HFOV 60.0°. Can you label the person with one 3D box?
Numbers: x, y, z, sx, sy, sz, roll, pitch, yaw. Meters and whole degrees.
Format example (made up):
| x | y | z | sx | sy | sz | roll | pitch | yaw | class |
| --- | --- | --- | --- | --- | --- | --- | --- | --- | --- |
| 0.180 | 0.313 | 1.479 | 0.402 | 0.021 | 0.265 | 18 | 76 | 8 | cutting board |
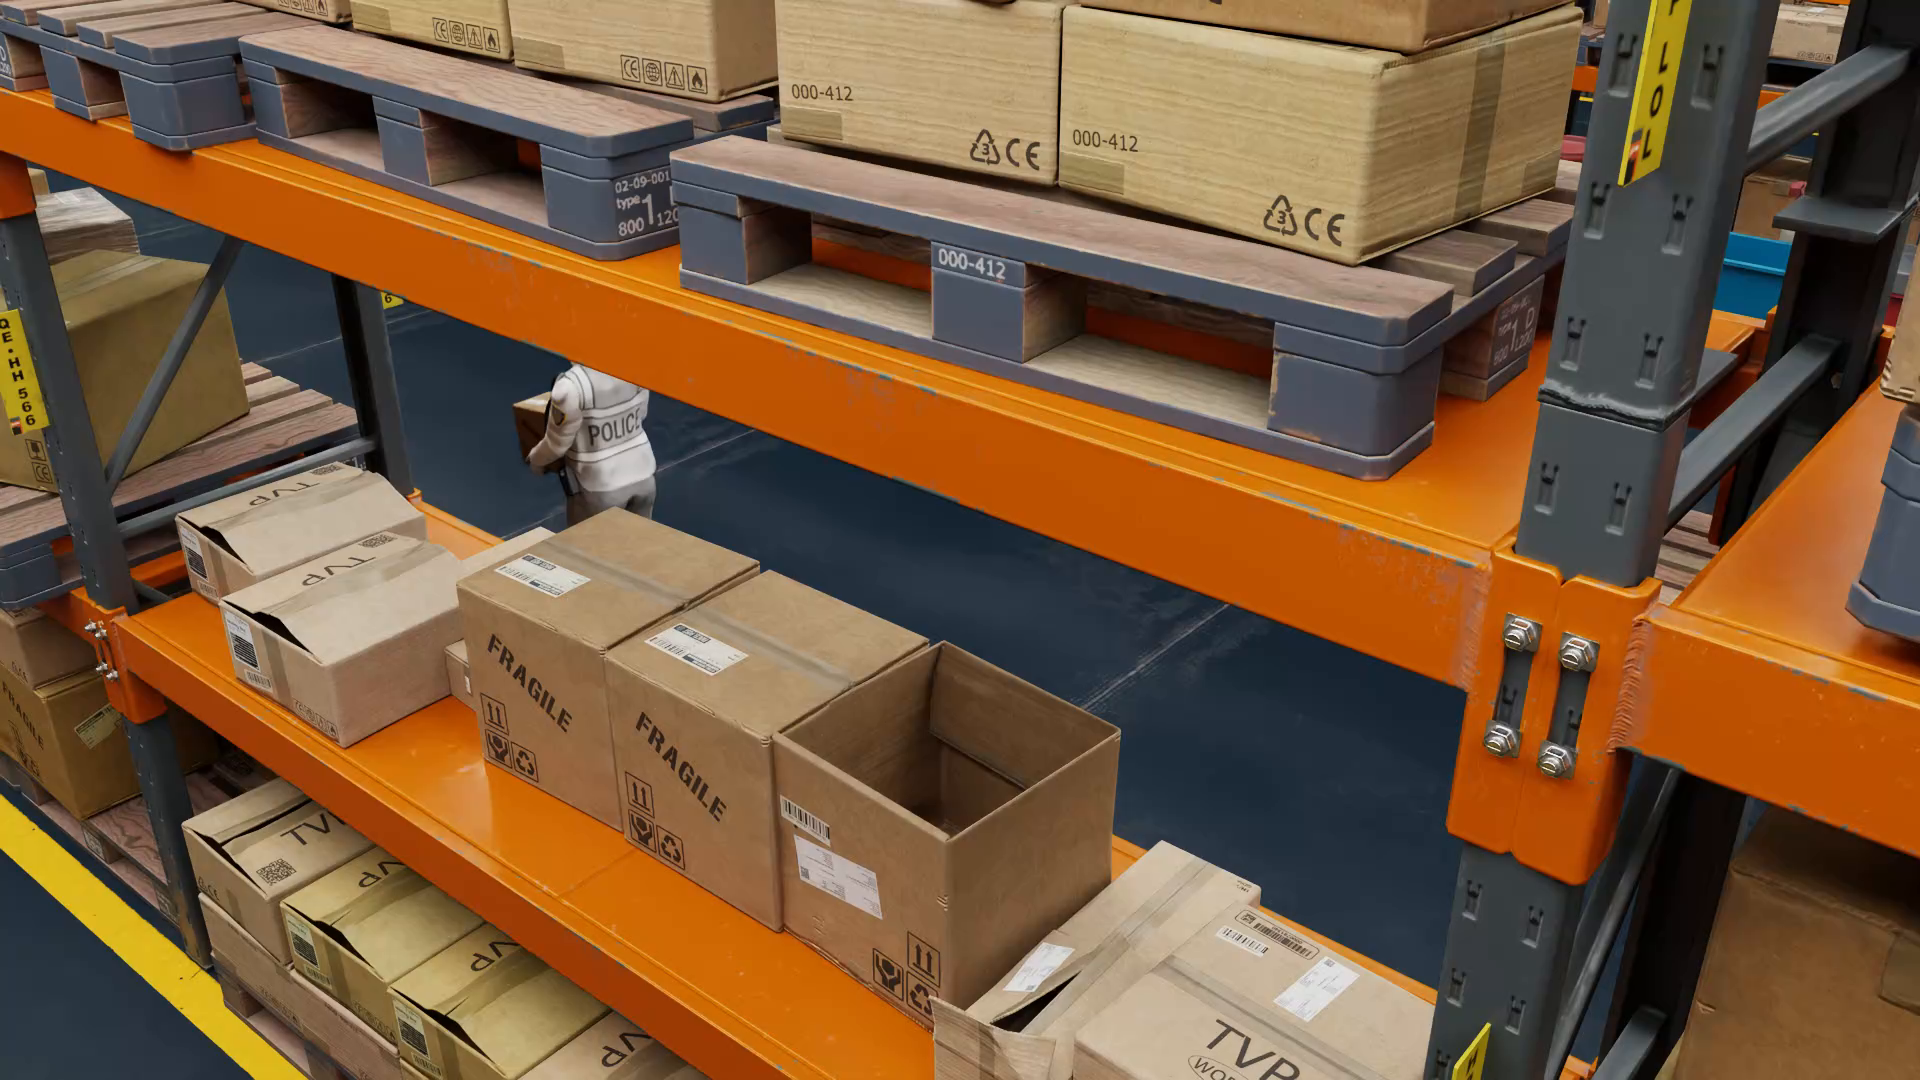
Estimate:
| x | y | z | sx | sy | sz | roll | pitch | yaw | class |
| --- | --- | --- | --- | --- | --- | --- | --- | --- | --- |
| -1.420 | -0.229 | 6.536 | 0.549 | 1.686 | 0.459 | 22 | 35 | 35 | person |
